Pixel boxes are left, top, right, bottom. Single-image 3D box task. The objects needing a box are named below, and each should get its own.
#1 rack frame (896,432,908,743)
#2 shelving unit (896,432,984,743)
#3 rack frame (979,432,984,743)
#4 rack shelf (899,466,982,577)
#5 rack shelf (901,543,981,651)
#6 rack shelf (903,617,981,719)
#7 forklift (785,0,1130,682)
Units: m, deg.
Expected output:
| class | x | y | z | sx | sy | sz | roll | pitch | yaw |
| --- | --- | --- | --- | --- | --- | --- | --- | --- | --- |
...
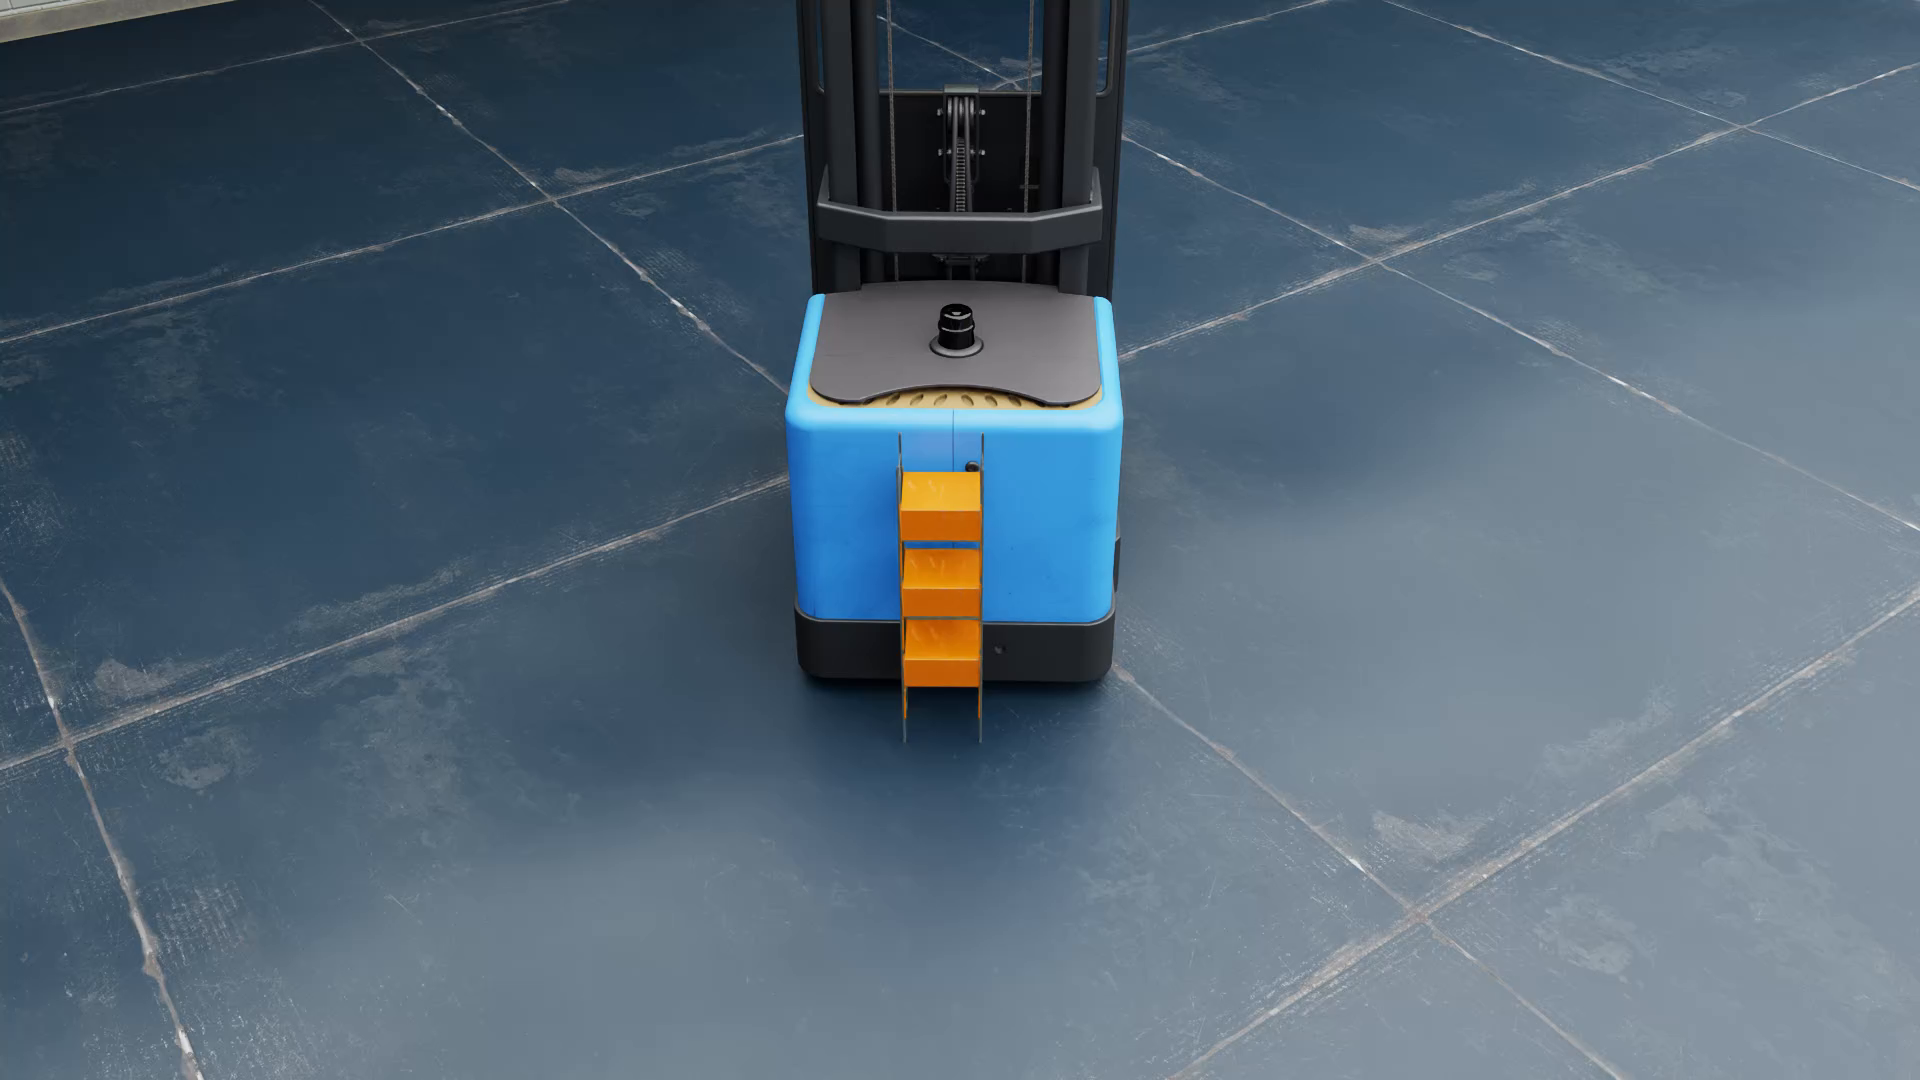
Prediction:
| class | x | y | z | sx | sy | sz | roll | pitch | yaw |
| --- | --- | --- | --- | --- | --- | --- | --- | --- | --- |
| rack frame | -0.178 | 0.167 | 5.119 | 0.008 | 1.050 | 0.200 | 0 | 36 | 0 |
| shelving unit | -0.056 | 0.167 | 5.118 | 0.252 | 1.050 | 0.215 | 0 | 36 | 0 |
| rack frame | 0.066 | 0.168 | 5.118 | 0.008 | 1.050 | 0.200 | 0 | 36 | 0 |
| rack shelf | -0.056 | -0.055 | 4.959 | 0.240 | 0.259 | 0.215 | 0 | 36 | 0 |
| rack shelf | -0.056 | 0.176 | 5.125 | 0.240 | 0.259 | 0.215 | 0 | 36 | 0 |
| rack shelf | -0.056 | 0.401 | 5.287 | 0.240 | 0.259 | 0.215 | 0 | 36 | 0 |
| forklift | 0.015 | -1.553 | 5.899 | 1.130 | 2.935 | 3.031 | 1 | 36 | 1 |
